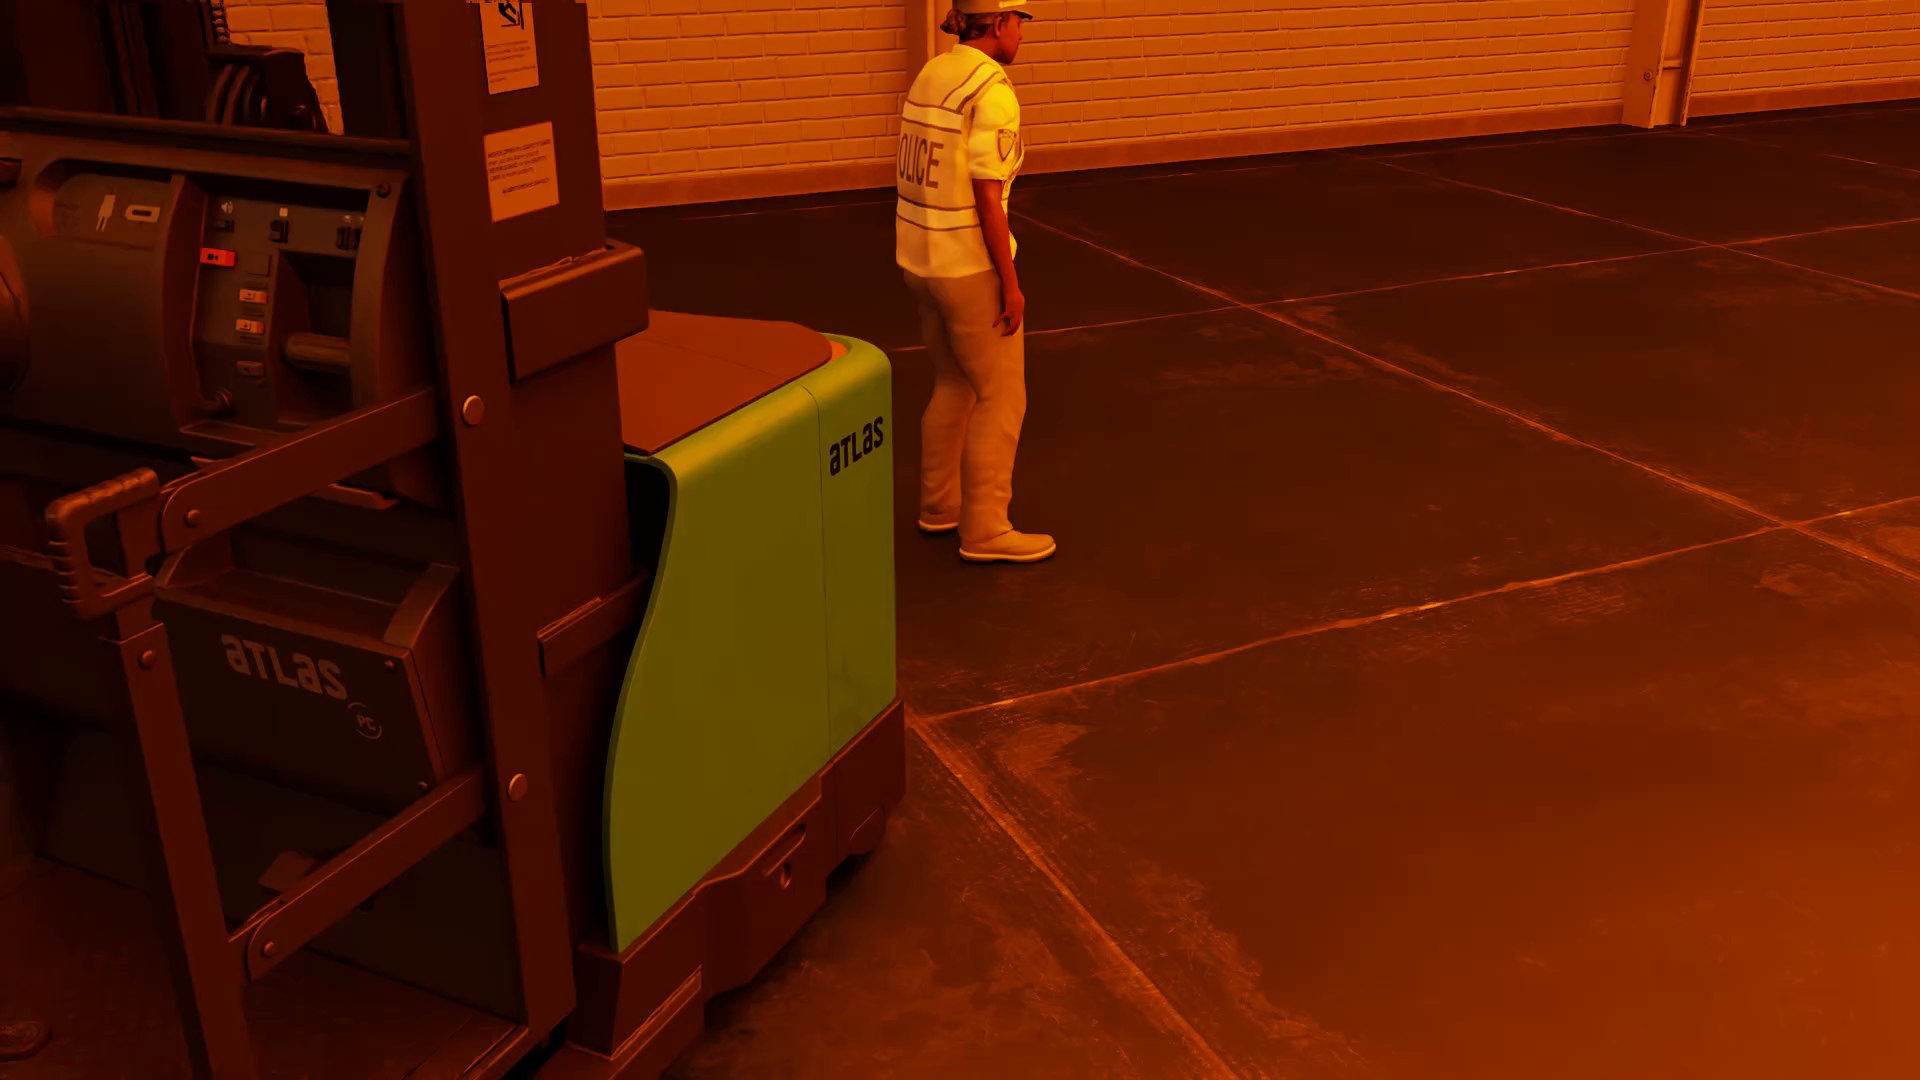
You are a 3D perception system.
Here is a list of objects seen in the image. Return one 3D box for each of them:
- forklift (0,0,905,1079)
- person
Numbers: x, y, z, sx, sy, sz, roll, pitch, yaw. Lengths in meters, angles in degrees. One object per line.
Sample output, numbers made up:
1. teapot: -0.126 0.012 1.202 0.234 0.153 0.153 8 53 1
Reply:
1. forklift: -1.207 -0.323 2.064 1.130 2.935 3.031 10 25 23
2. person: 0.033 -0.770 4.803 0.393 1.657 0.513 -11 25 -25
